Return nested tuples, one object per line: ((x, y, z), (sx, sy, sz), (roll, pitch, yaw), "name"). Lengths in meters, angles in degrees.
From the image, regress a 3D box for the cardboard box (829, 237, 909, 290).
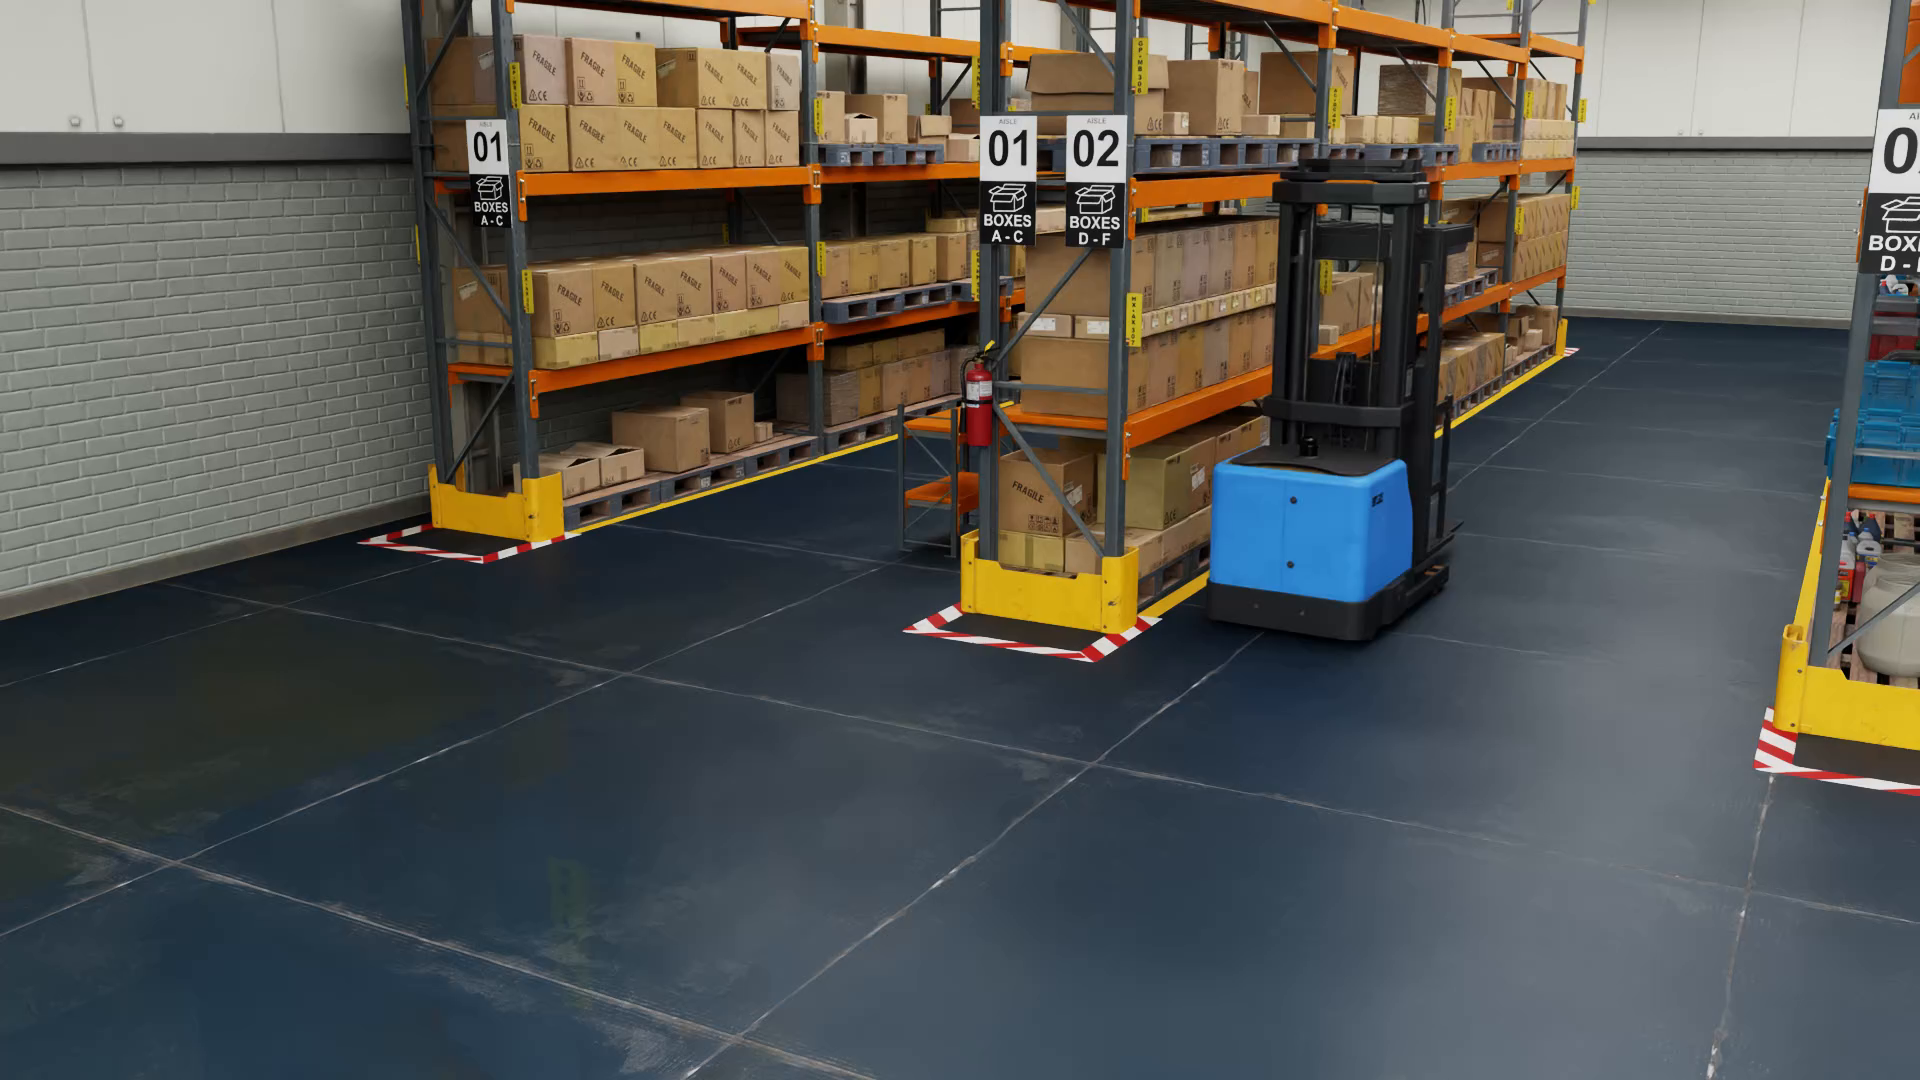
((-0.973, -2.958, 17.750), (0.700, 0.500, 0.500), (10, 17, 36), "cardboard box")

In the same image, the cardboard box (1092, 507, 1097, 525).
((0.820, -0.076, 11.919), (0.500, 0.250, 0.500), (7, 15, 28), "cardboard box")

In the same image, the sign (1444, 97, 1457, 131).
((4.938, -4.286, 16.739), (0.100, 0.325, 0.005), (7, 15, 28), "sign")

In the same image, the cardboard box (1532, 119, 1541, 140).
((7.082, -5.226, 21.163), (0.500, 0.250, 0.500), (7, 15, 28), "cardboard box")

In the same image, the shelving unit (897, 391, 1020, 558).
((0.003, -0.548, 12.907), (0.538, 1.125, 1.048), (7, 15, 28), "shelving unit")

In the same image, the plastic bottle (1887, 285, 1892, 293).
((9.607, -2.511, 17.315), (0.152, 0.276, 0.135), (7, 15, 28), "plastic bottle")

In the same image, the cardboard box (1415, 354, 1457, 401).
((5.174, -1.770, 18.371), (0.500, 0.500, 0.500), (7, 15, 26), "cardboard box")

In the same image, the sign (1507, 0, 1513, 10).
((7.848, -7.714, 23.669), (0.100, 0.325, 0.005), (7, 15, 28), "sign")

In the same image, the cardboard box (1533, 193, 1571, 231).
((8.349, -4.656, 23.599), (0.500, 0.500, 0.500), (7, 15, 28), "cardboard box")

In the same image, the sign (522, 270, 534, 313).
((-3.275, -1.881, 12.588), (0.100, 0.325, 0.005), (7, 15, 28), "sign")

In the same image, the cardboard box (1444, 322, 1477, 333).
((6.416, -2.571, 21.692), (0.500, 0.500, 0.500), (7, 15, 28), "cardboard box")

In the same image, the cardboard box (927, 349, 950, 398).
((-0.536, -1.915, 18.973), (0.700, 0.500, 0.500), (7, 15, 28), "cardboard box")

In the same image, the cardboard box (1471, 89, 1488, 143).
((5.778, -4.948, 19.434), (0.600, 0.600, 0.600), (7, 15, 27), "cardboard box")

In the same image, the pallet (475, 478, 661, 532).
((-3.290, -0.344, 14.011), (1.003, 0.211, 1.213), (7, 15, 28), "pallet")

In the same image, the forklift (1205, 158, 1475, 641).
((2.772, -1.096, 11.325), (1.130, 2.935, 3.031), (8, 16, 30), "forklift")

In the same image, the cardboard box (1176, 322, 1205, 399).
((1.320, -1.314, 11.868), (0.700, 0.500, 0.500), (7, 15, 28), "cardboard box")

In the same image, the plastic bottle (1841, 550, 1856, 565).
((5.640, 0.208, 10.645), (0.152, 0.276, 0.135), (7, 15, 26), "plastic bottle")

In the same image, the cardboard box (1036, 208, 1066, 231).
((1.060, -4.008, 20.766), (0.500, 0.250, 0.500), (7, 15, 28), "cardboard box")

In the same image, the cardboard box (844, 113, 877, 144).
((-1.184, -4.191, 16.910), (0.500, 0.311, 0.500), (8, 16, 30), "cardboard box")

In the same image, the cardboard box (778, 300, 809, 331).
((-1.780, -2.147, 15.818), (0.500, 0.250, 0.500), (7, 15, 28), "cardboard box")

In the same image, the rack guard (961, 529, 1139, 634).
((0.577, 0.259, 10.892), (1.175, 0.500, 0.348), (7, 15, 28), "rack guard")

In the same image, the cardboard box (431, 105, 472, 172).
((-3.770, -3.152, 13.053), (0.500, 0.500, 0.500), (9, 16, 32), "cardboard box")

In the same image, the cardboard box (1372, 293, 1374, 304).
((3.854, -2.398, 16.768), (0.500, 0.311, 0.500), (7, 15, 27), "cardboard box")

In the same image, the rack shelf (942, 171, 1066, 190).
((1.084, -4.682, 21.188), (1.077, 0.370, 4.000), (7, 15, 28), "rack shelf")

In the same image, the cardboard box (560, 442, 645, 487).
((-3.061, -0.677, 14.240), (0.500, 0.311, 0.500), (9, 16, 33), "cardboard box")

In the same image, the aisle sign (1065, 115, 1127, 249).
((0.825, -2.177, 10.115), (0.394, 0.787, 0.004), (7, 15, 28), "aisle sign")

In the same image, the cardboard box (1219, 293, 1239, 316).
((1.837, -1.750, 12.297), (0.380, 0.149, 0.250), (8, 16, 30), "cardboard box")

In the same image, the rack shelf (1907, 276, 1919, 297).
((11.690, -2.922, 20.287), (1.077, 0.370, 4.000), (7, 15, 28), "rack shelf")

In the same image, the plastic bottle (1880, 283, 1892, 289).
((9.719, -2.559, 17.513), (0.152, 0.276, 0.135), (7, 15, 28), "plastic bottle")

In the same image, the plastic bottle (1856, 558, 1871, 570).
((5.843, 0.214, 10.777), (0.097, 0.201, 0.097), (0, 14, 0), "plastic bottle")

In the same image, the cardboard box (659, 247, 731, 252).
((-2.480, -2.465, 15.536), (0.500, 0.500, 0.500), (7, 15, 28), "cardboard box")

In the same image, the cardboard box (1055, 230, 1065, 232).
((1.078, -3.645, 20.860), (0.500, 0.500, 0.500), (7, 15, 28), "cardboard box")

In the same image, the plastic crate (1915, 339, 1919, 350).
((7.451, -1.506, 13.332), (0.450, 0.188, 0.662), (7, 15, 28), "plastic crate")

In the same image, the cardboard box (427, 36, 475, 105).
((-3.770, -3.642, 12.952), (0.500, 0.500, 0.500), (8, 16, 31), "cardboard box")

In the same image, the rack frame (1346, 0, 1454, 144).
((4.456, -5.519, 16.725), (1.000, 3.000, 0.127), (7, 15, 28), "rack frame")

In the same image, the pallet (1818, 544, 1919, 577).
((6.495, 0.269, 11.468), (1.003, 0.211, 1.213), (7, 15, 28), "pallet")

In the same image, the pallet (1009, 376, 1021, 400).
((0.565, -1.960, 20.715), (1.003, 0.211, 1.213), (7, 15, 28), "pallet")

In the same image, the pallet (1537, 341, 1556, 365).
((7.902, -2.709, 23.819), (1.003, 0.211, 1.213), (7, 15, 28), "pallet")

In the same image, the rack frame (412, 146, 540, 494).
((-3.750, -1.522, 12.945), (1.000, 3.000, 0.127), (7, 15, 28), "rack frame")

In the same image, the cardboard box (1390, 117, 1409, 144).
((4.048, -3.983, 16.178), (0.500, 0.250, 0.500), (8, 16, 30), "cardboard box")

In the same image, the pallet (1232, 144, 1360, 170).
((2.937, -3.329, 14.451), (0.805, 0.209, 1.217), (7, 15, 26), "pallet")

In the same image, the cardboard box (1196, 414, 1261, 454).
((1.999, -0.690, 12.864), (0.500, 0.500, 0.500), (7, 15, 28), "cardboard box")

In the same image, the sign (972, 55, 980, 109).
((0.120, -2.876, 10.441), (0.100, 0.325, 0.005), (7, 15, 28), "sign")

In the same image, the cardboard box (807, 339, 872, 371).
((-1.265, -1.949, 17.513), (0.500, 0.250, 0.500), (7, 15, 27), "cardboard box")

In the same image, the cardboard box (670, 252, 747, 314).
((-2.263, -2.306, 14.877), (0.500, 0.500, 0.500), (7, 15, 26), "cardboard box")

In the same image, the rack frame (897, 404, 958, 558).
((-0.242, -0.444, 12.475), (0.500, 1.125, 0.032), (7, 15, 28), "rack frame")

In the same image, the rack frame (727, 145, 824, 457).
((-1.816, -2.342, 16.349), (1.000, 3.000, 0.127), (7, 15, 28), "rack frame")

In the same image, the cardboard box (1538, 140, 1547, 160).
((7.329, -5.085, 21.644), (0.500, 0.250, 0.500), (7, 15, 28), "cardboard box")

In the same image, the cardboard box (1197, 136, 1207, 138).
((3.365, -6.048, 24.529), (0.500, 0.250, 0.500), (7, 15, 26), "cardboard box")

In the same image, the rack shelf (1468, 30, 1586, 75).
((7.356, -6.398, 21.916), (1.077, 0.370, 4.000), (7, 15, 28), "rack shelf")

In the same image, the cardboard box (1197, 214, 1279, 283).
((2.313, -2.369, 13.480), (0.700, 0.500, 0.500), (7, 15, 28), "cardboard box")

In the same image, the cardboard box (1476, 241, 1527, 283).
((6.874, -3.545, 21.126), (0.500, 0.500, 0.500), (8, 16, 30), "cardboard box")
